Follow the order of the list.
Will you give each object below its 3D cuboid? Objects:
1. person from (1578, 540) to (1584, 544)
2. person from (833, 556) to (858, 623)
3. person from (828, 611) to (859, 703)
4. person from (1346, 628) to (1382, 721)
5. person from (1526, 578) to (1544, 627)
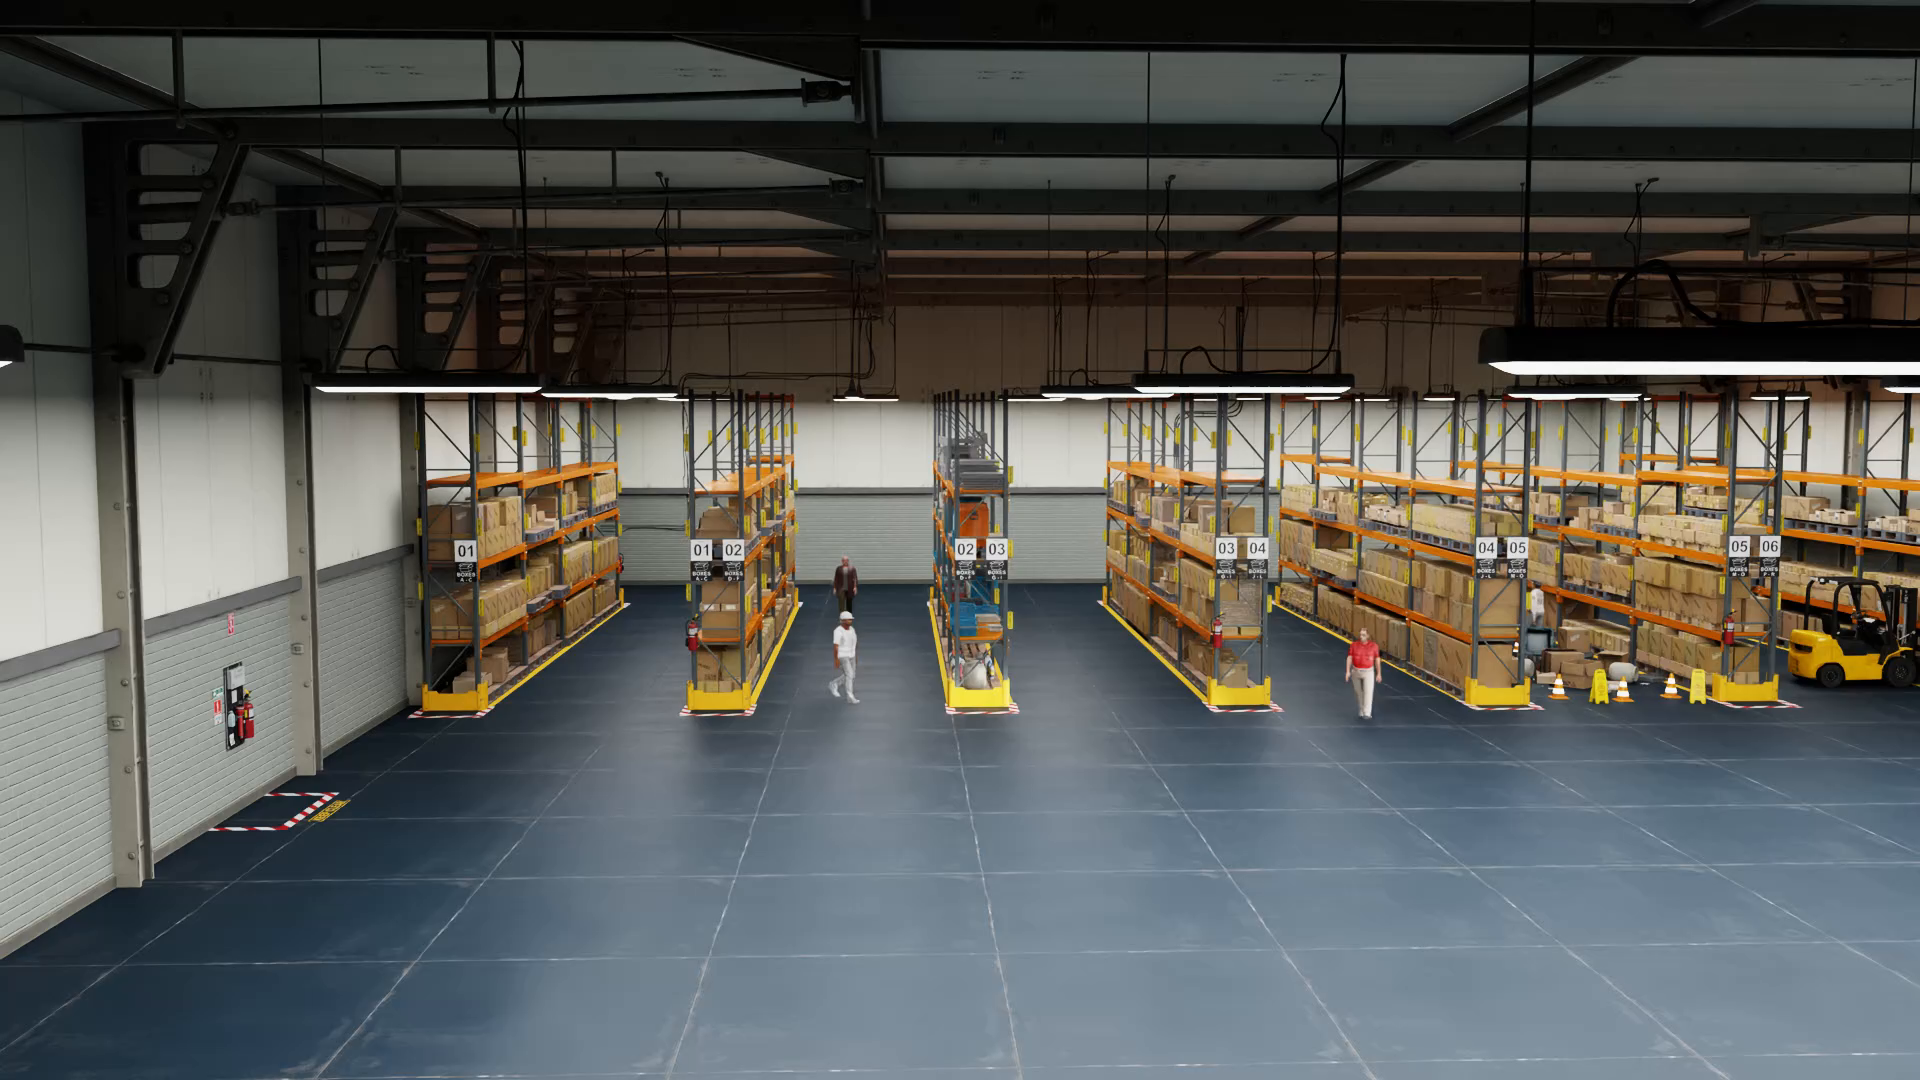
[{"bbox_3d":[18.650,0.813,49.932,0.619,1.638,0.463,-1,5,-7],"label":"person"},{"bbox_3d":[-3.007,1.281,43.572,0.667,1.718,1.103,0,5,-1],"label":"person"},{"bbox_3d":[-2.206,2.238,31.983,0.853,1.744,0.634,3,6,33],"label":"person"},{"bbox_3d":[7.251,2.423,30.003,0.585,1.664,1.071,3,5,29],"label":"person"},{"bbox_3d":[13.406,1.732,38.607,0.477,1.677,0.515,-2,5,-23],"label":"person"}]
